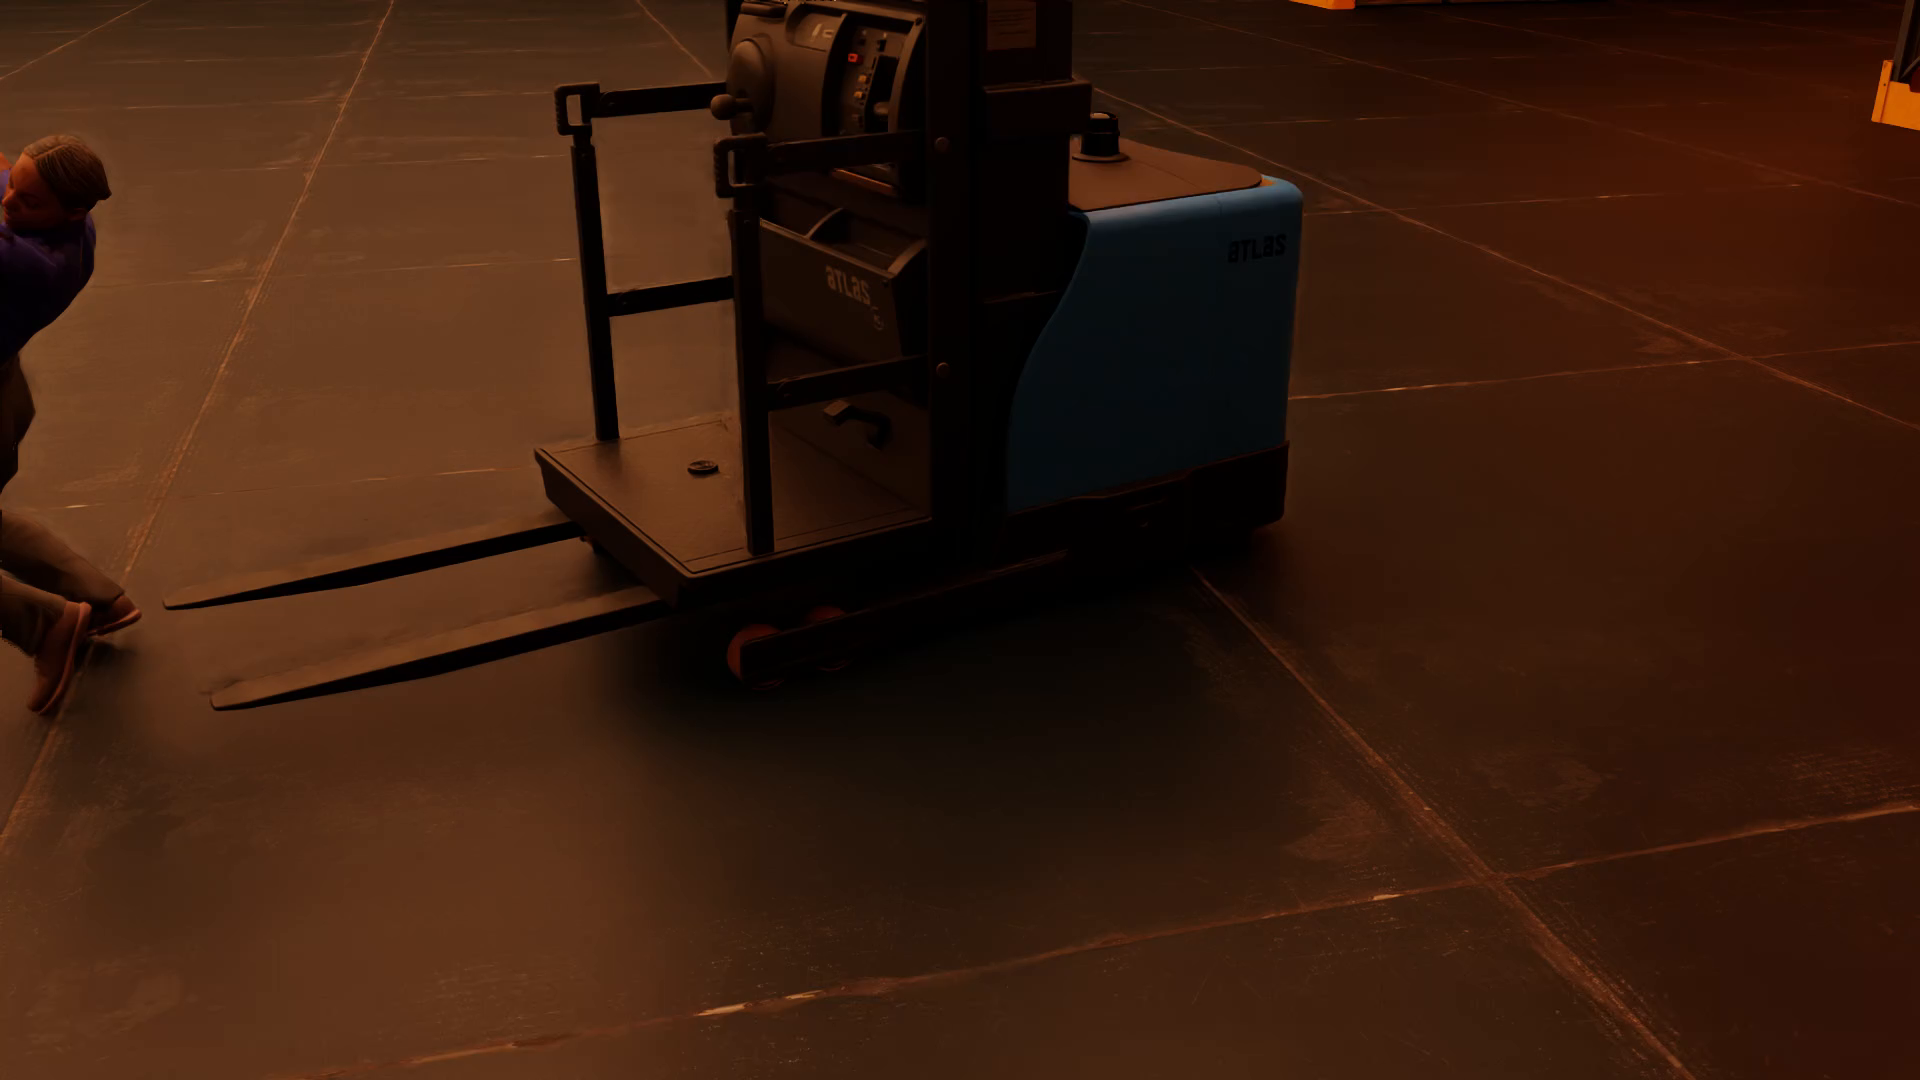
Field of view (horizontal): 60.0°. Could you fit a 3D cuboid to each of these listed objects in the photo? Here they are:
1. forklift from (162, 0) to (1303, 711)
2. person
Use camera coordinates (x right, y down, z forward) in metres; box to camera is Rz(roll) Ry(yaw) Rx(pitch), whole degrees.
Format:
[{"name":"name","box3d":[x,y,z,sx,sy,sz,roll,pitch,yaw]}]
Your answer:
[{"name":"forklift","box3d":[-0.532,-1.207,4.146,3.031,2.935,1.130,-14,27,-30]},{"name":"person","box3d":[-2.302,-0.412,3.999,0.677,1.586,0.896,-5,24,-12]}]
